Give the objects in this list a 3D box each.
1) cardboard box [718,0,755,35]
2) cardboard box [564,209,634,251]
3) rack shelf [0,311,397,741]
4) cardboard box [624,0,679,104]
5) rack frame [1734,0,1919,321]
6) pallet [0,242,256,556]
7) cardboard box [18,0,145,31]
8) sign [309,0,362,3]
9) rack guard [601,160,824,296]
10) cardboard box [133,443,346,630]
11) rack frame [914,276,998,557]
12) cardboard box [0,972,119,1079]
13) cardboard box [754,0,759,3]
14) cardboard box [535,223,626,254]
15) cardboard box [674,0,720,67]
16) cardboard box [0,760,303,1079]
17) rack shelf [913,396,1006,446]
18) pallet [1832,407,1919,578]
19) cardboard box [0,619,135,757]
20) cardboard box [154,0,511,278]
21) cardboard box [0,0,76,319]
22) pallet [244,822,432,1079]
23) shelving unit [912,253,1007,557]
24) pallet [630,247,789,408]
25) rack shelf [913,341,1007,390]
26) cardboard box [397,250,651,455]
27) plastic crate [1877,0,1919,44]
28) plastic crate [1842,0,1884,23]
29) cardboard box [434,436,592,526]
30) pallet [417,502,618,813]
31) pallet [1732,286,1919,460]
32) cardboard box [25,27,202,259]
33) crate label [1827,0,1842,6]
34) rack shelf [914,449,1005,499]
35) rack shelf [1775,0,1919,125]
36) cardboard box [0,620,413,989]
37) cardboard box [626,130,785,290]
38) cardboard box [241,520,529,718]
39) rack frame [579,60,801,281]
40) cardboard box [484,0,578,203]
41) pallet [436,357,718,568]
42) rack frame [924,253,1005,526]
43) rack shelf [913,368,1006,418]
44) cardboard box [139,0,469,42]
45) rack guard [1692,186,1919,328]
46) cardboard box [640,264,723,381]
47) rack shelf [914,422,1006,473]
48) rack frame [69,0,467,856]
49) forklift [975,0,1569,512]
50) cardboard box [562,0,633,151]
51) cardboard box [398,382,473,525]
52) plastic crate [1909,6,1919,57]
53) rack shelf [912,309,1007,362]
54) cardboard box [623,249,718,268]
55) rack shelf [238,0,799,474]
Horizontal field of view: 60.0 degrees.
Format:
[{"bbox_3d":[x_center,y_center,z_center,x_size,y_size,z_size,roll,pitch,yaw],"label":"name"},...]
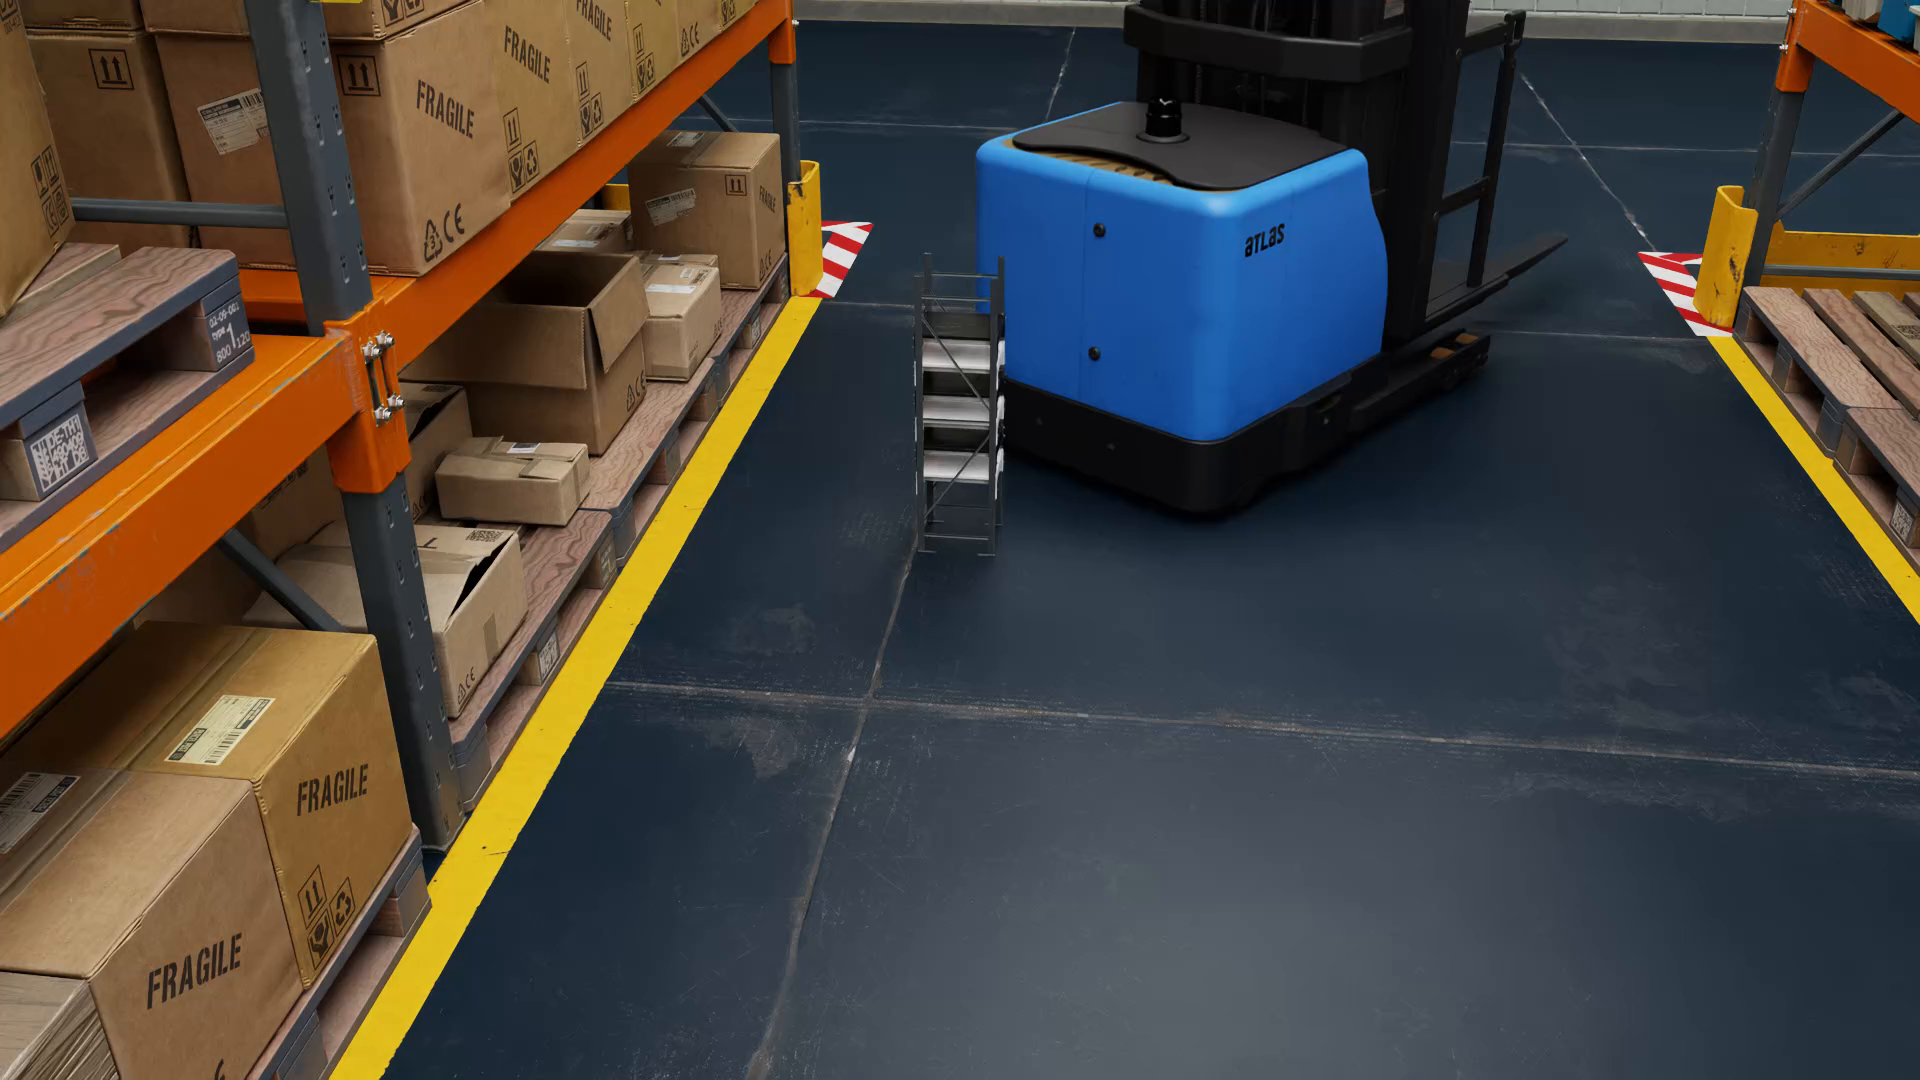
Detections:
[{"bbox_3d":[-1.042,-2.099,5.877,0.500,0.500,0.500,4,29,7],"label":"cardboard box"},{"bbox_3d":[-1.590,-1.287,7.018,0.380,0.149,0.250,3,28,6],"label":"cardboard box"},{"bbox_3d":[-1.932,0.615,1.704,1.077,0.370,4.000,3,28,6],"label":"rack shelf"},{"bbox_3d":[-1.171,-1.627,5.002,0.500,0.500,0.500,3,28,5],"label":"cardboard box"},{"bbox_3d":[3.718,-2.236,6.238,1.000,3.000,0.127,3,28,6],"label":"rack frame"},{"bbox_3d":[-1.894,-0.188,2.640,1.003,0.211,1.213,3,28,6],"label":"pallet"},{"bbox_3d":[-1.882,-1.380,3.489,0.500,0.500,0.500,3,29,6],"label":"cardboard box"},{"bbox_3d":[-1.136,-1.122,2.949,0.100,0.325,0.005,3,28,6],"label":"sign"},{"bbox_3d":[-1.207,-1.389,7.302,1.175,0.500,0.348,3,28,6],"label":"rack guard"},{"bbox_3d":[-1.899,-0.021,4.297,0.500,0.500,0.500,3,28,6],"label":"cardboard box"},{"bbox_3d":[-0.011,-0.352,4.955,0.240,0.900,0.006,3,28,6],"label":"rack frame"},{"bbox_3d":[-1.594,0.981,2.438,0.500,0.500,0.500,4,29,7],"label":"cardboard box"},{"bbox_3d":[-0.982,-2.343,6.331,0.500,0.500,0.500,4,29,8],"label":"cardboard box"},{"bbox_3d":[-1.607,-1.034,6.442,0.500,0.250,0.500,3,28,6],"label":"cardboard box"},{"bbox_3d":[-1.109,-1.864,5.442,0.500,0.500,0.500,4,29,7],"label":"cardboard box"},{"bbox_3d":[-1.532,0.745,2.876,0.500,0.500,0.500,3,29,6],"label":"cardboard box"},{"bbox_3d":[0.001,-0.371,5.059,0.258,0.077,0.200,3,28,6],"label":"rack shelf"},{"bbox_3d":[3.427,-0.050,5.120,1.003,0.211,1.213,3,28,6],"label":"pallet"},{"bbox_3d":[-1.988,0.478,3.373,0.500,0.500,0.500,2,28,4],"label":"cardboard box"},{"bbox_3d":[-1.354,-0.911,3.673,0.500,0.500,0.500,4,29,8],"label":"cardboard box"},{"bbox_3d":[-1.967,-0.662,2.767,0.700,0.500,0.500,-6,29,-11],"label":"cardboard box"},{"bbox_3d":[-1.749,0.970,3.227,1.003,0.211,1.213,3,28,6],"label":"pallet"},{"bbox_3d":[0.001,-0.400,5.044,0.258,0.900,0.210,3,28,6],"label":"shelving unit"},{"bbox_3d":[-1.303,-0.887,6.674,1.003,0.211,1.213,3,28,6],"label":"pallet"},{"bbox_3d":[0.001,-0.529,4.974,0.258,0.077,0.200,3,28,6],"label":"rack shelf"},{"bbox_3d":[-1.462,-0.622,5.410,0.797,0.503,0.637,3,28,6],"label":"cardboard box"},{"bbox_3d":[3.281,-1.782,5.508,0.416,0.233,0.300,3,28,6],"label":"plastic crate"},{"bbox_3d":[3.240,-1.903,5.835,0.250,0.136,0.298,3,28,6],"label":"plastic crate"},{"bbox_3d":[-1.325,-0.182,4.948,0.380,0.166,0.250,3,28,6],"label":"cardboard box"},{"bbox_3d":[-1.602,0.262,4.542,1.003,0.211,1.213,3,28,6],"label":"pallet"},{"bbox_3d":[3.579,-0.622,6.183,1.003,0.211,1.213,3,28,6],"label":"pallet"},{"bbox_3d":[-1.881,-0.937,3.721,0.500,0.500,0.500,4,29,7],"label":"cardboard box"},{"bbox_3d":[3.361,-2.092,6.083,0.416,0.233,0.303,3,28,6],"label":"crate label"},{"bbox_3d":[0.001,-0.212,5.145,0.258,0.077,0.200,3,28,6],"label":"rack shelf"},{"bbox_3d":[3.473,-0.978,4.661,1.077,0.370,4.000,3,28,6],"label":"rack shelf"},{"bbox_3d":[-1.463,0.513,3.307,0.500,0.500,0.500,3,28,6],"label":"cardboard box"},{"bbox_3d":[-1.019,-1.349,6.762,0.500,0.500,0.500,3,28,6],"label":"cardboard box"},{"bbox_3d":[-1.421,0.162,4.157,0.500,0.311,0.500,3,28,6],"label":"cardboard box"},{"bbox_3d":[-1.197,-2.526,6.775,1.000,3.000,0.127,3,28,6],"label":"rack frame"},{"bbox_3d":[-1.295,-1.152,4.120,0.500,0.500,0.500,4,29,7],"label":"cardboard box"},{"bbox_3d":[-1.455,-0.314,5.611,1.003,0.211,1.213,3,28,6],"label":"pallet"},{"bbox_3d":[0.013,-0.448,5.132,0.240,0.900,0.006,3,28,6],"label":"rack frame"},{"bbox_3d":[0.001,-0.450,5.017,0.258,0.077,0.200,3,28,6],"label":"rack shelf"},{"bbox_3d":[-1.350,-1.332,3.401,0.500,0.500,0.500,4,29,8],"label":"cardboard box"},{"bbox_3d":[3.708,-1.148,6.853,1.175,0.500,0.348,3,28,6],"label":"rack guard"},{"bbox_3d":[-1.166,-0.793,5.995,0.500,0.250,0.500,3,28,6],"label":"cardboard box"},{"bbox_3d":[0.001,-0.291,5.102,0.258,0.077,0.200,3,28,6],"label":"rack shelf"},{"bbox_3d":[-1.687,-0.643,3.280,1.000,3.000,0.127,3,28,6],"label":"rack frame"},{"bbox_3d":[1.393,-1.994,5.862,1.130,2.935,3.031,23,36,36],"label":"forklift"},{"bbox_3d":[-1.231,-1.387,4.557,0.500,0.500,0.500,3,28,6],"label":"cardboard box"},{"bbox_3d":[-1.807,-0.290,4.998,0.500,0.311,0.500,3,28,6],"label":"cardboard box"},{"bbox_3d":[3.157,-1.584,5.242,0.250,0.136,0.298,3,28,6],"label":"plastic crate"},{"bbox_3d":[0.001,-0.608,4.931,0.258,0.077,0.200,3,28,6],"label":"rack shelf"},{"bbox_3d":[-1.158,-1.016,6.497,0.380,0.166,0.250,3,28,6],"label":"cardboard box"},{"bbox_3d":[-1.442,-1.267,5.199,1.077,0.370,4.000,3,28,6],"label":"rack shelf"}]
